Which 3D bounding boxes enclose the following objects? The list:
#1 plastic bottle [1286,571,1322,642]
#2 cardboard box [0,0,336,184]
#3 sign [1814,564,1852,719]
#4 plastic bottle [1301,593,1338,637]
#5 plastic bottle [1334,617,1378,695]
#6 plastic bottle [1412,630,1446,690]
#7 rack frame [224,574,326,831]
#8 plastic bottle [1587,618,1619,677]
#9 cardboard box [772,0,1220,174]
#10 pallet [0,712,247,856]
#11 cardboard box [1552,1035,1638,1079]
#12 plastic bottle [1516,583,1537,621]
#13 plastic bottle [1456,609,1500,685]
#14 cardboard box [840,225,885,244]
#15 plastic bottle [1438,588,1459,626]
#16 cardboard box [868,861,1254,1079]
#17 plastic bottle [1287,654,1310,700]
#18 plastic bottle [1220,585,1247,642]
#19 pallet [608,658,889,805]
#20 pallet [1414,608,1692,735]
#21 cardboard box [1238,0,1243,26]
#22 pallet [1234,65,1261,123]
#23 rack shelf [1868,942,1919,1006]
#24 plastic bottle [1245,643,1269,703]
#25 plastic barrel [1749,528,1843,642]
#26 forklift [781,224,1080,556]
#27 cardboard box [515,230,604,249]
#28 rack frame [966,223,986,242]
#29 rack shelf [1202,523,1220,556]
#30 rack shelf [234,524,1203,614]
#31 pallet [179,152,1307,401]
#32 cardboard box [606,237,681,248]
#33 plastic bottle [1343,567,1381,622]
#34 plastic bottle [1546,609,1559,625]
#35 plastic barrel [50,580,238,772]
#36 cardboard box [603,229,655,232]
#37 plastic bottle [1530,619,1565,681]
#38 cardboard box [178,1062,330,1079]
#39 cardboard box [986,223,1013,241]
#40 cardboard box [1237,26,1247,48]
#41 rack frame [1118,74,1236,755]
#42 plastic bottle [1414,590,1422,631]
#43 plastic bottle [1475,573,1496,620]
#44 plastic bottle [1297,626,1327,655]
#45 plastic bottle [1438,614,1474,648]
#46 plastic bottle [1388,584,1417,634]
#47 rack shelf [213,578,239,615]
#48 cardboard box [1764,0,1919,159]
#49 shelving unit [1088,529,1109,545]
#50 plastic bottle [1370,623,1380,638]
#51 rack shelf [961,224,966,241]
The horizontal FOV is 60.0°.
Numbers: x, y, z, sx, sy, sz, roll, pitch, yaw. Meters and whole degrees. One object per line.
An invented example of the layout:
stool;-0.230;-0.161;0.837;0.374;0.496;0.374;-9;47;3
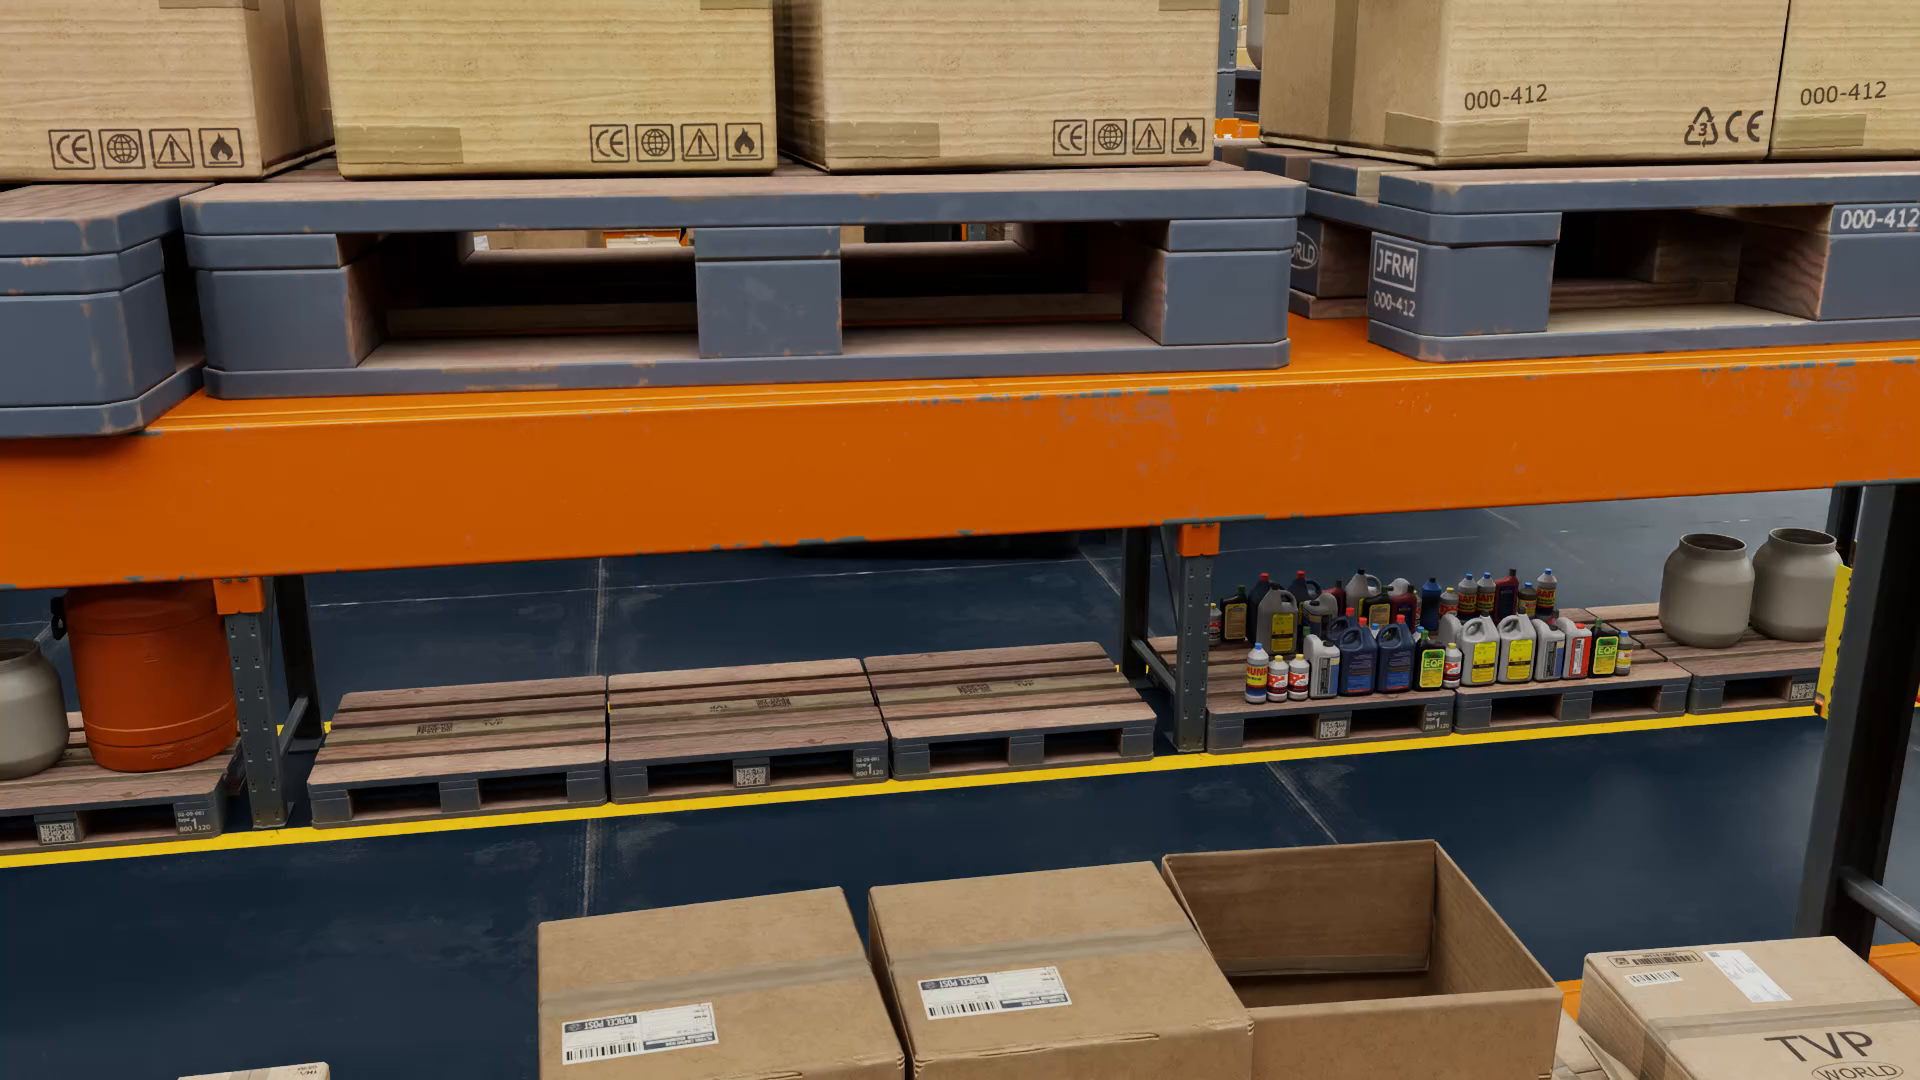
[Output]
plastic bottle;1.733;0.328;8.398;0.185;0.351;0.144;-4;18;-13
cardboard box;-1.078;-0.586;2.043;0.500;0.250;0.500;-3;17;-9
sign;1.797;0.218;3.383;0.005;0.325;0.100;-3;17;-10
plastic bottle;1.786;0.405;8.274;0.135;0.276;0.152;-3;17;-10
plastic bottle;1.839;0.532;7.732;0.185;0.351;0.144;-3;17;-9
plastic bottle;2.194;0.557;7.767;0.133;0.283;0.061;-2;17;-8
rack frame;-2.960;-0.376;6.926;0.127;3.000;1.000;-3;17;-10
plastic bottle;3.063;0.507;7.928;0.133;0.283;0.061;-3;17;-9
cardboard box;0.015;-0.644;2.232;0.500;0.250;0.500;-5;18;-15
pallet;-3.726;1.013;7.153;1.213;0.211;1.003;-3;17;-10
cardboard box;1.075;0.996;2.689;0.258;0.266;0.396;-4;17;-12
plastic bottle;2.954;0.323;8.668;0.097;0.201;0.097;0;17;0
plastic bottle;2.441;0.498;7.844;0.185;0.351;0.144;-3;17;-11
cardboard box;-0.779;-2.510;12.137;1.000;1.000;1.000;-3;17;-10
plastic bottle;2.523;0.348;8.588;0.097;0.201;0.097;0;17;0
cardboard box;0.137;0.877;2.676;0.500;0.500;0.500;-3;17;-10
plastic bottle;1.563;0.626;7.681;0.097;0.201;0.097;0;17;0
plastic bottle;1.377;0.368;8.382;0.133;0.283;0.061;-2;17;-8
pallet;-0.997;0.858;7.657;1.213;0.211;1.003;-3;17;-10
pallet;2.835;0.640;8.368;1.213;0.211;1.003;-3;17;-10
cardboard box;2.686;-5.330;16.809;0.500;0.250;0.500;-3;17;-10
pallet;1.657;-2.010;7.461;1.003;0.211;1.213;-3;17;-10
rack shelf;3.867;1.062;3.470;4.000;0.370;1.077;-3;17;-10
plastic bottle;1.363;0.604;7.633;0.097;0.271;0.097;0;17;0
plastic barrel;4.263;0.226;8.489;0.421;0.512;0.421;0;17;0
forklift;-0.730;-1.453;10.551;3.031;2.935;1.130;1;17;4
cardboard box;-2.848;-2.153;11.829;0.500;0.500;0.700;-1;17;-2
rack frame;0.028;-2.026;12.300;0.127;3.000;1.000;-3;17;-10
rack shelf;2.931;-0.366;8.119;4.000;0.370;1.077;-3;17;-10
rack shelf;-0.996;-0.143;7.394;4.000;0.370;1.077;-3;17;-10
pallet;-0.277;-0.418;2.276;1.213;0.211;1.003;-2;17;-8
cardboard box;-2.210;-1.960;11.623;0.500;0.250;0.500;-4;17;-12
plastic bottle;2.051;0.310;8.456;0.185;0.351;0.144;-3;17;-11
plastic bottle;2.901;0.471;8.046;0.133;0.283;0.061;-3;17;-10
plastic barrel;-3.437;0.493;7.078;0.708;0.830;0.600;-3;17;-10
cardboard box;-3.255;-3.291;16.247;0.500;0.500;0.500;-3;17;-10
plastic bottle;2.786;0.513;7.922;0.135;0.276;0.152;-4;17;-12
cardboard box;-1.193;1.043;2.735;0.250;0.149;0.380;-3;17;-10
cardboard box;0.481;-2.223;12.265;0.500;0.500;0.875;-3;17;-10
cardboard box;1.925;-3.616;11.943;0.250;0.149;0.380;-3;17;-9
rack frame;0.967;-0.598;7.651;0.127;3.000;1.000;-3;17;-10
plastic bottle;2.322;0.359;8.551;0.097;0.201;0.097;0;17;0
plastic bottle;2.719;0.303;8.614;0.097;0.271;0.097;0;17;0
plastic bottle;1.655;0.542;7.816;0.133;0.283;0.061;-3;17;-10
plastic bottle;2.389;0.492;7.989;0.135;0.276;0.152;-3;17;-10
plastic bottle;2.232;0.365;8.392;0.133;0.283;0.061;-3;17;-10
rack shelf;-4.924;0.080;6.669;4.000;0.370;1.077;-3;17;-10
cardboard box;1.297;-0.702;2.419;0.500;0.250;0.500;-1;17;-5
shelving unit;1.244;-0.774;10.777;0.755;1.500;0.431;-5;18;-15
plastic bottle;1.958;0.527;7.884;0.097;0.271;0.097;0;17;0
rack shelf;1.150;-3.229;17.442;4.000;0.370;1.077;-3;17;-10
